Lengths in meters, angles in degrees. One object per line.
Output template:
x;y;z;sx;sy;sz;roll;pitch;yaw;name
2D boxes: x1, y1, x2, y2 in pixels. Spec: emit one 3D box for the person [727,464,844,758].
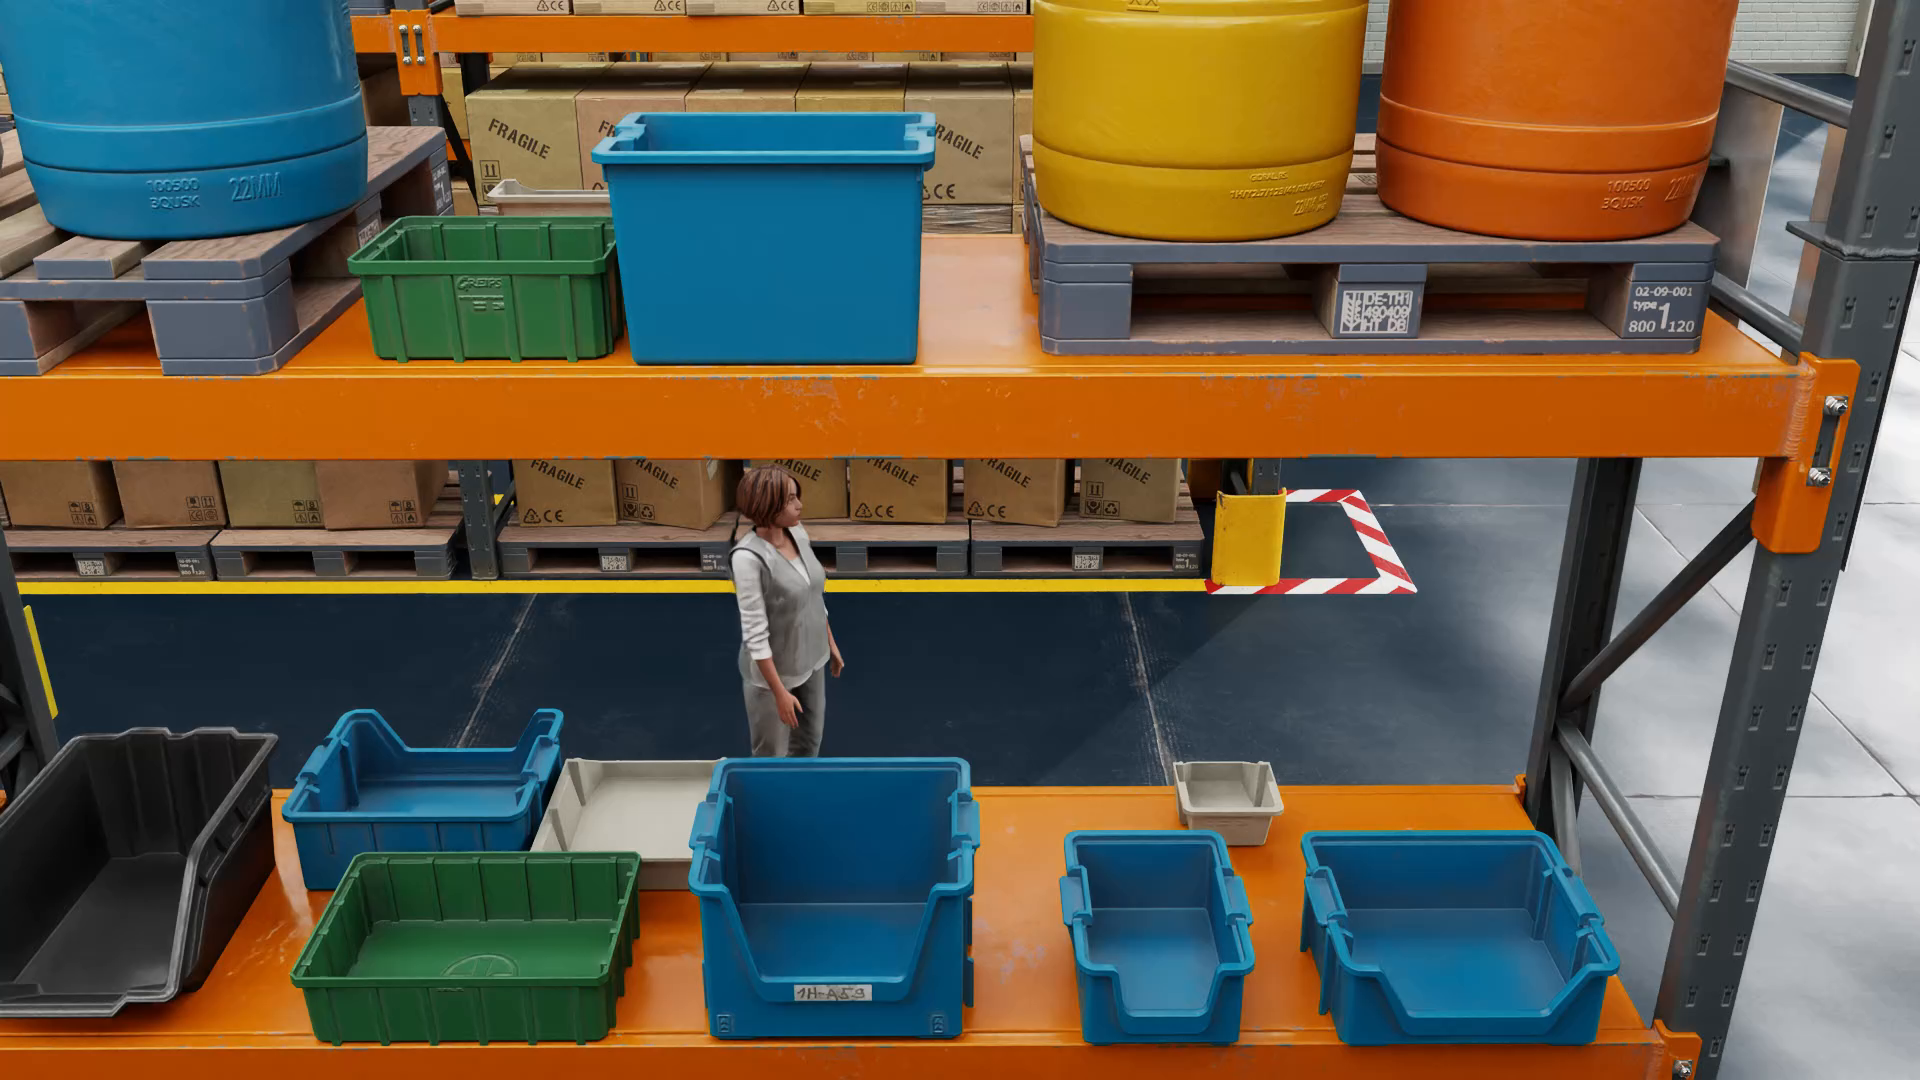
-0.626;0.485;5.993;0.347;1.607;0.503;13;28;26;person
